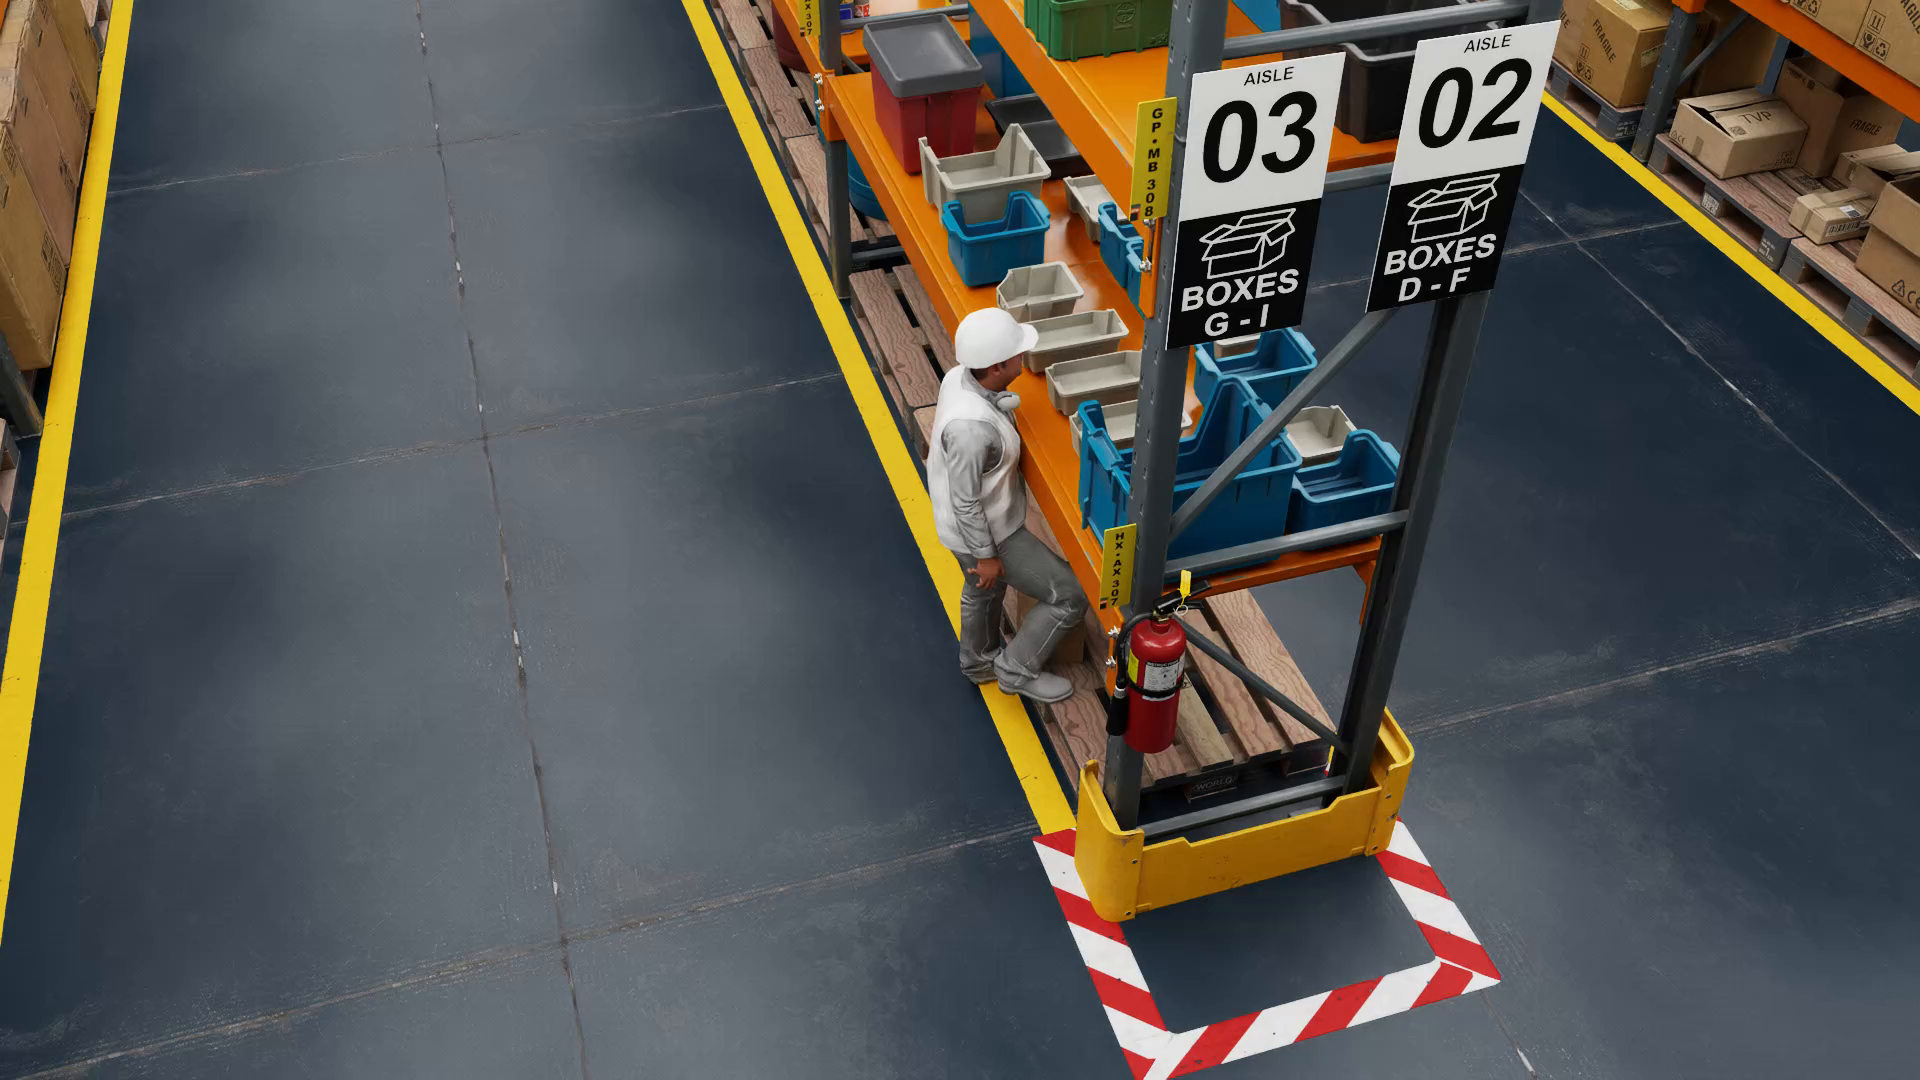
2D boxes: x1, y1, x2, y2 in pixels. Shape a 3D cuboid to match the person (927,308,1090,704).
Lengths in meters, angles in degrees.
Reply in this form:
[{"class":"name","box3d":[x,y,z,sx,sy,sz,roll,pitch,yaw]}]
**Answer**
[{"class":"person","box3d":[0.185,-0.084,6.218,0.609,1.778,0.637,0,42,0]}]
